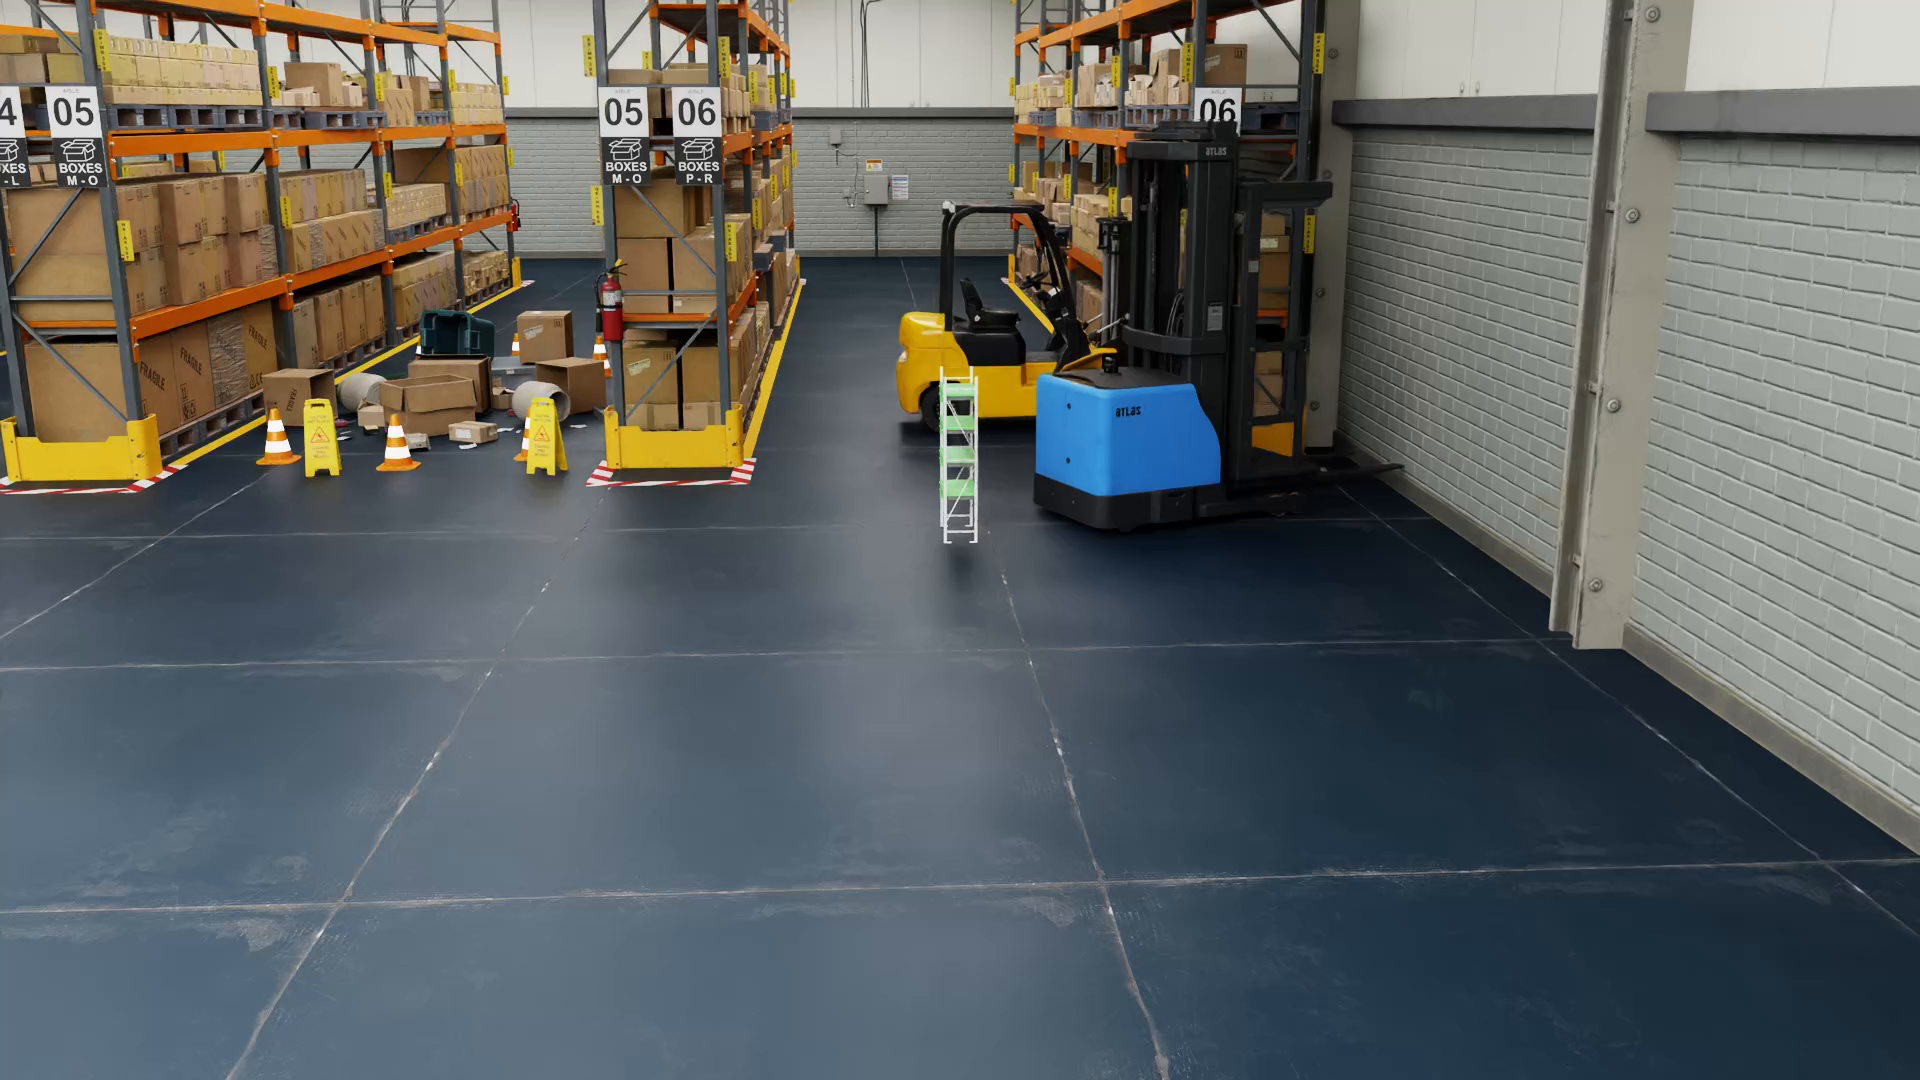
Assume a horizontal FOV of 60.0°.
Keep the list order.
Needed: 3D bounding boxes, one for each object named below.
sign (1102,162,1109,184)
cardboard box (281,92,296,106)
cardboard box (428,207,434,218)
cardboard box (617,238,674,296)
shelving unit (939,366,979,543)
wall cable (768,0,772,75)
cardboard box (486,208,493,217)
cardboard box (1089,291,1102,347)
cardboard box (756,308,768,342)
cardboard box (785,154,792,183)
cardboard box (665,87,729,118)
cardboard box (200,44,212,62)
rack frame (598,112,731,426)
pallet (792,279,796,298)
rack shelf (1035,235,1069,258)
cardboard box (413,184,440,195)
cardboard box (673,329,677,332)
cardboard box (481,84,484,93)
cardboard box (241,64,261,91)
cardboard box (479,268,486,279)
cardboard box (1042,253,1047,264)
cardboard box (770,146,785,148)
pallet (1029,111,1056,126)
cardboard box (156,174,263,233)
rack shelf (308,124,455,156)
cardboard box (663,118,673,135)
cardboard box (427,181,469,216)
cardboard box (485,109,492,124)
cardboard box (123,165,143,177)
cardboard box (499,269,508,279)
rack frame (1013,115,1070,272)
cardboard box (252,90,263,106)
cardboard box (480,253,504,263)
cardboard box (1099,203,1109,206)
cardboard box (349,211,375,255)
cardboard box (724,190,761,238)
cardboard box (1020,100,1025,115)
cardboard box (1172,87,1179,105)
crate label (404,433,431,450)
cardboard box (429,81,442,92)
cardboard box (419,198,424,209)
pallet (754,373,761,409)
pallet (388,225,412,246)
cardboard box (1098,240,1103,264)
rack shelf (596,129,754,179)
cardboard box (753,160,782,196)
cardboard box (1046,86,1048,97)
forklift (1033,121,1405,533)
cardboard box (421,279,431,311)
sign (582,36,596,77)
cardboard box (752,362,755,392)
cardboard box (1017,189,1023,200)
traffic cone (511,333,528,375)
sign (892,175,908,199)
[{"bbox_3d":[2.272,-5.735,25.974,0.100,0.325,0.005,-1,14,-3],"label":"sign"},{"bbox_3d":[-7.491,-4.841,18.262,0.250,0.149,0.380,-1,14,-3],"label":"cardboard box"},{"bbox_3d":[-7.902,-4.783,24.258,0.380,0.149,0.250,-2,15,-6],"label":"cardboard box"},{"bbox_3d":[-2.800,-2.426,14.639,0.500,0.500,0.500,-1,14,-4],"label":"cardboard box"},{"bbox_3d":[-0.010,-0.622,12.037,0.258,1.200,0.503,-1,14,-3],"label":"shelving unit"},{"bbox_3d":[-4.117,-10.398,34.380,0.463,3.000,0.029,-1,14,-3],"label":"wall cable"},{"bbox_3d":[-8.081,-5.529,27.999,0.380,0.149,0.250,-2,15,-6],"label":"cardboard box"},{"bbox_3d":[2.082,-2.738,20.573,0.875,0.625,0.625,-1,15,-6],"label":"cardboard box"},{"bbox_3d":[-2.909,-2.699,20.929,0.950,0.372,0.625,-1,14,-5],"label":"cardboard box"},{"bbox_3d":[-3.154,-6.369,28.554,0.500,0.500,0.500,-1,14,-3],"label":"cardboard box"},{"bbox_3d":[-2.257,-3.756,14.290,0.500,0.250,0.500,-1,14,-4],"label":"cardboard box"},{"bbox_3d":[-7.256,-4.565,15.591,0.380,0.149,0.250,-1,14,-4],"label":"cardboard box"},{"bbox_3d":[-2.492,-2.103,14.181,1.000,3.000,0.127,-1,14,-3],"label":"rack frame"},{"bbox_3d":[-3.283,-4.231,28.049,1.003,0.211,1.213,-1,14,-3],"label":"pallet"},{"bbox_3d":[1.842,-4.319,24.238,1.077,0.370,4.000,-1,14,-3],"label":"rack shelf"},{"bbox_3d":[-7.932,-5.192,24.654,0.380,0.149,0.250,-1,14,-5],"label":"cardboard box"},{"bbox_3d":[-2.919,-2.066,15.904,0.380,0.149,0.250,0,14,-1],"label":"cardboard box"},{"bbox_3d":[-8.089,-7.463,27.491,0.380,0.149,0.250,-1,14,-5],"label":"cardboard box"},{"bbox_3d":[-7.387,-4.654,16.735,0.500,0.250,0.500,-1,14,-4],"label":"cardboard box"},{"bbox_3d":[-7.989,-4.369,27.269,0.380,0.149,0.250,-1,14,-4],"label":"cardboard box"},{"bbox_3d":[1.475,-4.379,25.897,0.380,0.149,0.250,0,14,-1],"label":"cardboard box"},{"bbox_3d":[-3.071,-6.396,27.356,0.380,0.149,0.250,-1,14,-3],"label":"cardboard box"},{"bbox_3d":[1.689,-6.363,25.096,1.213,0.211,1.003,-1,14,-3],"label":"pallet"},{"bbox_3d":[-7.535,-3.365,16.616,0.875,0.550,0.550,-1,14,-3],"label":"cardboard box"},{"bbox_3d":[-8.046,-5.593,23.168,1.077,0.370,4.000,-1,14,-3],"label":"rack shelf"},{"bbox_3d":[-2.773,-3.711,14.912,0.380,0.149,0.250,-1,14,-3],"label":"cardboard box"},{"bbox_3d":[-7.949,-5.305,25.829,0.500,0.500,0.500,-1,14,-4],"label":"cardboard box"},{"bbox_3d":[-8.069,-7.001,27.500,0.500,0.250,0.500,0,14,-1],"label":"cardboard box"},{"bbox_3d":[-12.901,-5.492,25.552,0.500,0.500,0.500,-1,14,-3],"label":"cardboard box"},{"bbox_3d":[-8.060,-4.613,28.816,0.380,0.149,0.250,0,14,-2],"label":"cardboard box"},{"bbox_3d":[1.471,-6.160,29.947,1.000,3.000,0.127,-1,14,-3],"label":"rack frame"},{"bbox_3d":[-7.332,-4.493,16.912,0.380,0.149,0.250,-1,14,-4],"label":"cardboard box"},{"bbox_3d":[-8.031,-4.838,28.495,0.380,0.149,0.250,-1,14,-5],"label":"cardboard box"},{"bbox_3d":[1.863,-3.937,19.805,0.380,0.149,0.250,-1,14,-3],"label":"cardboard box"},{"bbox_3d":[-7.596,-3.808,20.605,0.500,0.500,0.500,-1,14,-3],"label":"cardboard box"},{"bbox_3d":[-2.483,-3.615,18.415,0.500,0.500,0.500,-1,14,-2],"label":"cardboard box"},{"bbox_3d":[1.297,-7.316,28.125,0.500,0.250,0.500,-1,14,-5],"label":"cardboard box"},{"bbox_3d":[2.108,-3.965,14.857,0.380,0.149,0.250,-1,14,-5],"label":"cardboard box"},{"bbox_3d":[-5.003,-0.897,15.236,0.250,0.136,0.298,-9,17,-32],"label":"crate label"},{"bbox_3d":[-7.946,-6.877,25.214,0.380,0.149,0.250,-1,14,-4],"label":"cardboard box"},{"bbox_3d":[-7.863,-4.788,23.680,0.380,0.149,0.250,-1,14,-3],"label":"cardboard box"},{"bbox_3d":[-2.663,-1.581,17.747,1.003,0.211,1.213,-1,14,-3],"label":"pallet"},{"bbox_3d":[-8.072,-4.074,22.225,1.213,0.211,1.003,-1,14,-3],"label":"pallet"},{"bbox_3d":[1.885,-3.349,19.324,0.500,0.250,0.500,-1,14,-4],"label":"cardboard box"},{"bbox_3d":[-2.616,-3.705,15.830,1.077,0.370,4.000,-1,14,-3],"label":"rack shelf"},{"bbox_3d":[-2.918,-5.384,24.726,0.500,0.500,0.500,-1,14,-2],"label":"cardboard box"},{"bbox_3d":[1.448,-6.491,24.080,0.380,0.149,0.250,-1,14,-3],"label":"cardboard box"},{"bbox_3d":[2.118,-1.708,12.784,3.031,2.935,1.130,-7,16,-26],"label":"forklift"},{"bbox_3d":[-7.782,-3.416,23.458,0.500,0.500,0.500,-1,14,-5],"label":"cardboard box"},{"bbox_3d":[-3.047,-3.981,13.682,0.100,0.325,0.005,-1,14,-3],"label":"sign"},{"bbox_3d":[-2.392,-1.694,17.268,0.500,0.250,0.500,-1,14,-5],"label":"cardboard box"},{"bbox_3d":[1.261,-5.989,28.987,0.500,0.250,0.500,-1,14,-3],"label":"cardboard box"},{"bbox_3d":[-5.230,-2.213,19.698,0.336,0.463,0.334,-1,14,-3],"label":"traffic cone"},{"bbox_3d":[-1.270,-7.494,35.322,0.329,0.494,0.001,-1,14,-3],"label":"sign"}]
